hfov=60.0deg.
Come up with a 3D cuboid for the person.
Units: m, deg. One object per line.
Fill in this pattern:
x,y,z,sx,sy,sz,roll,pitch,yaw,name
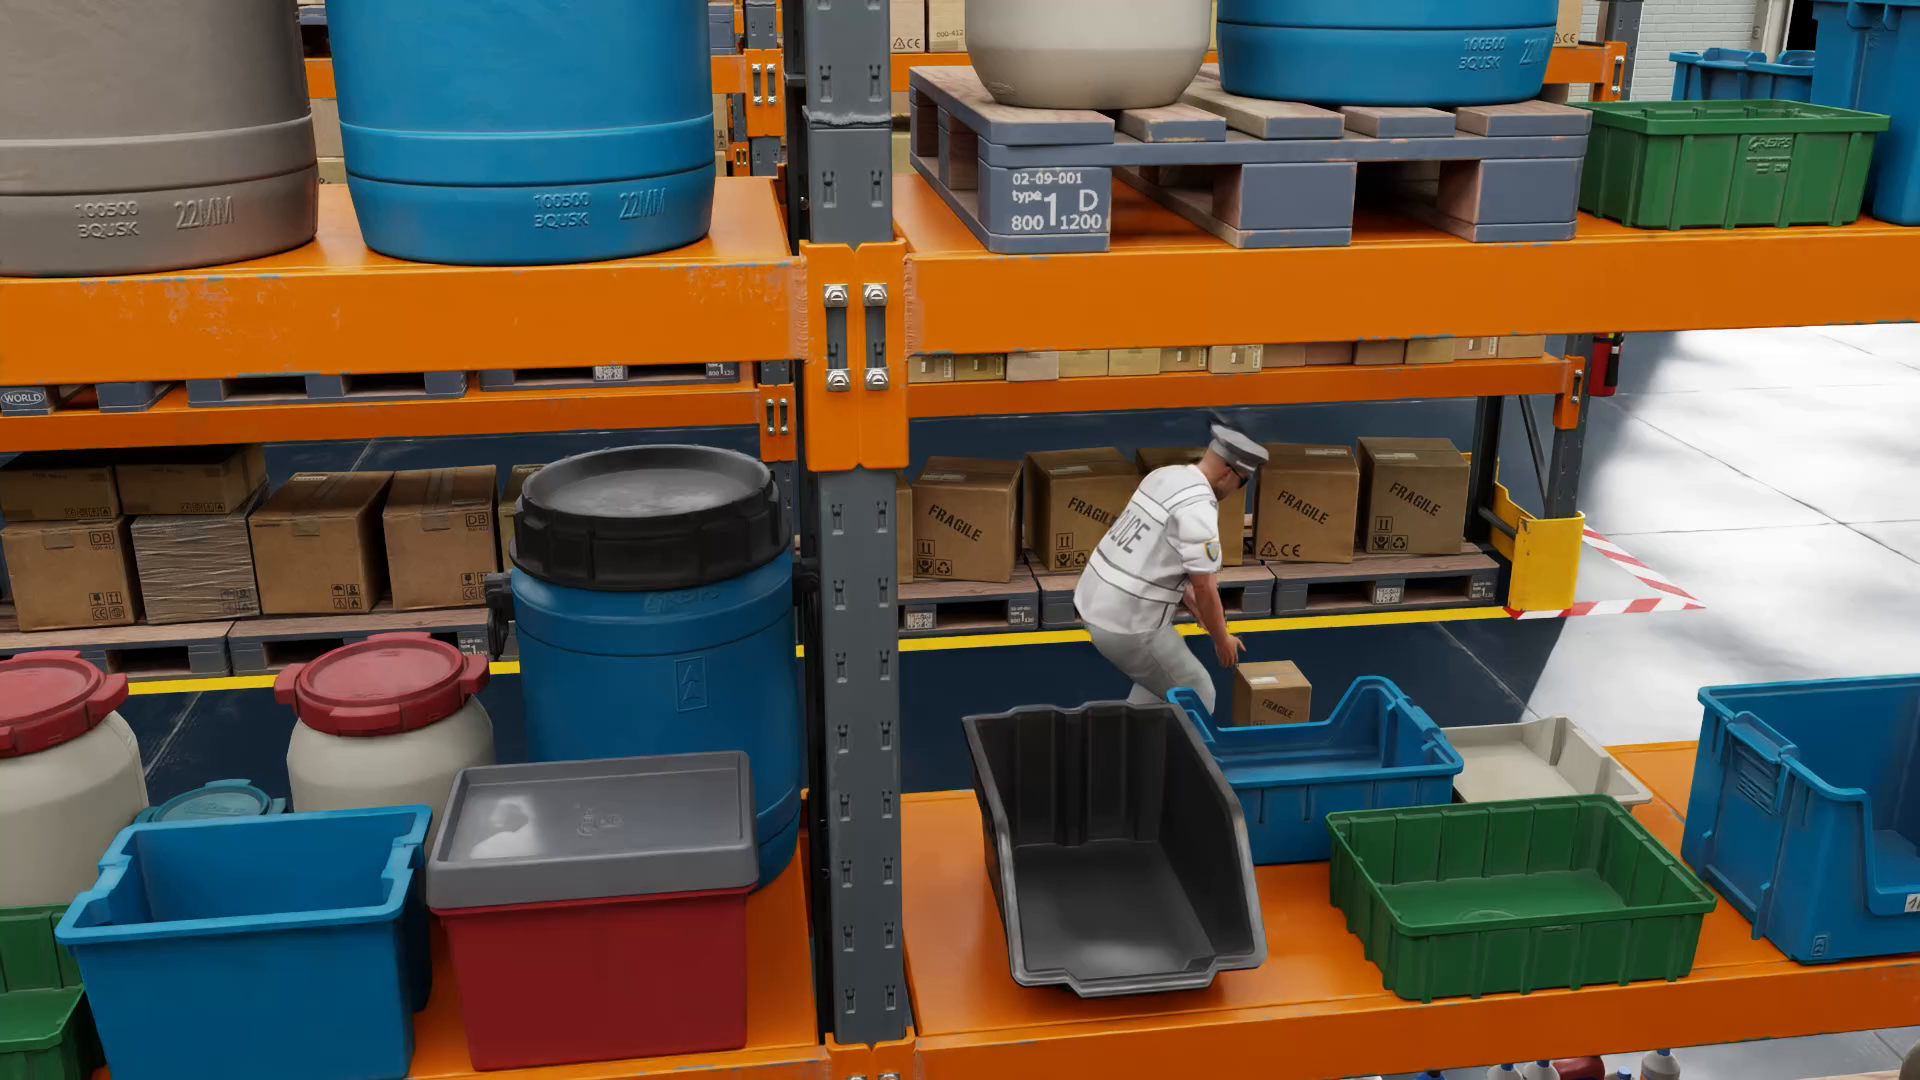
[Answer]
0.831,0.285,6.666,0.751,1.497,0.589,-3,20,-7,person
